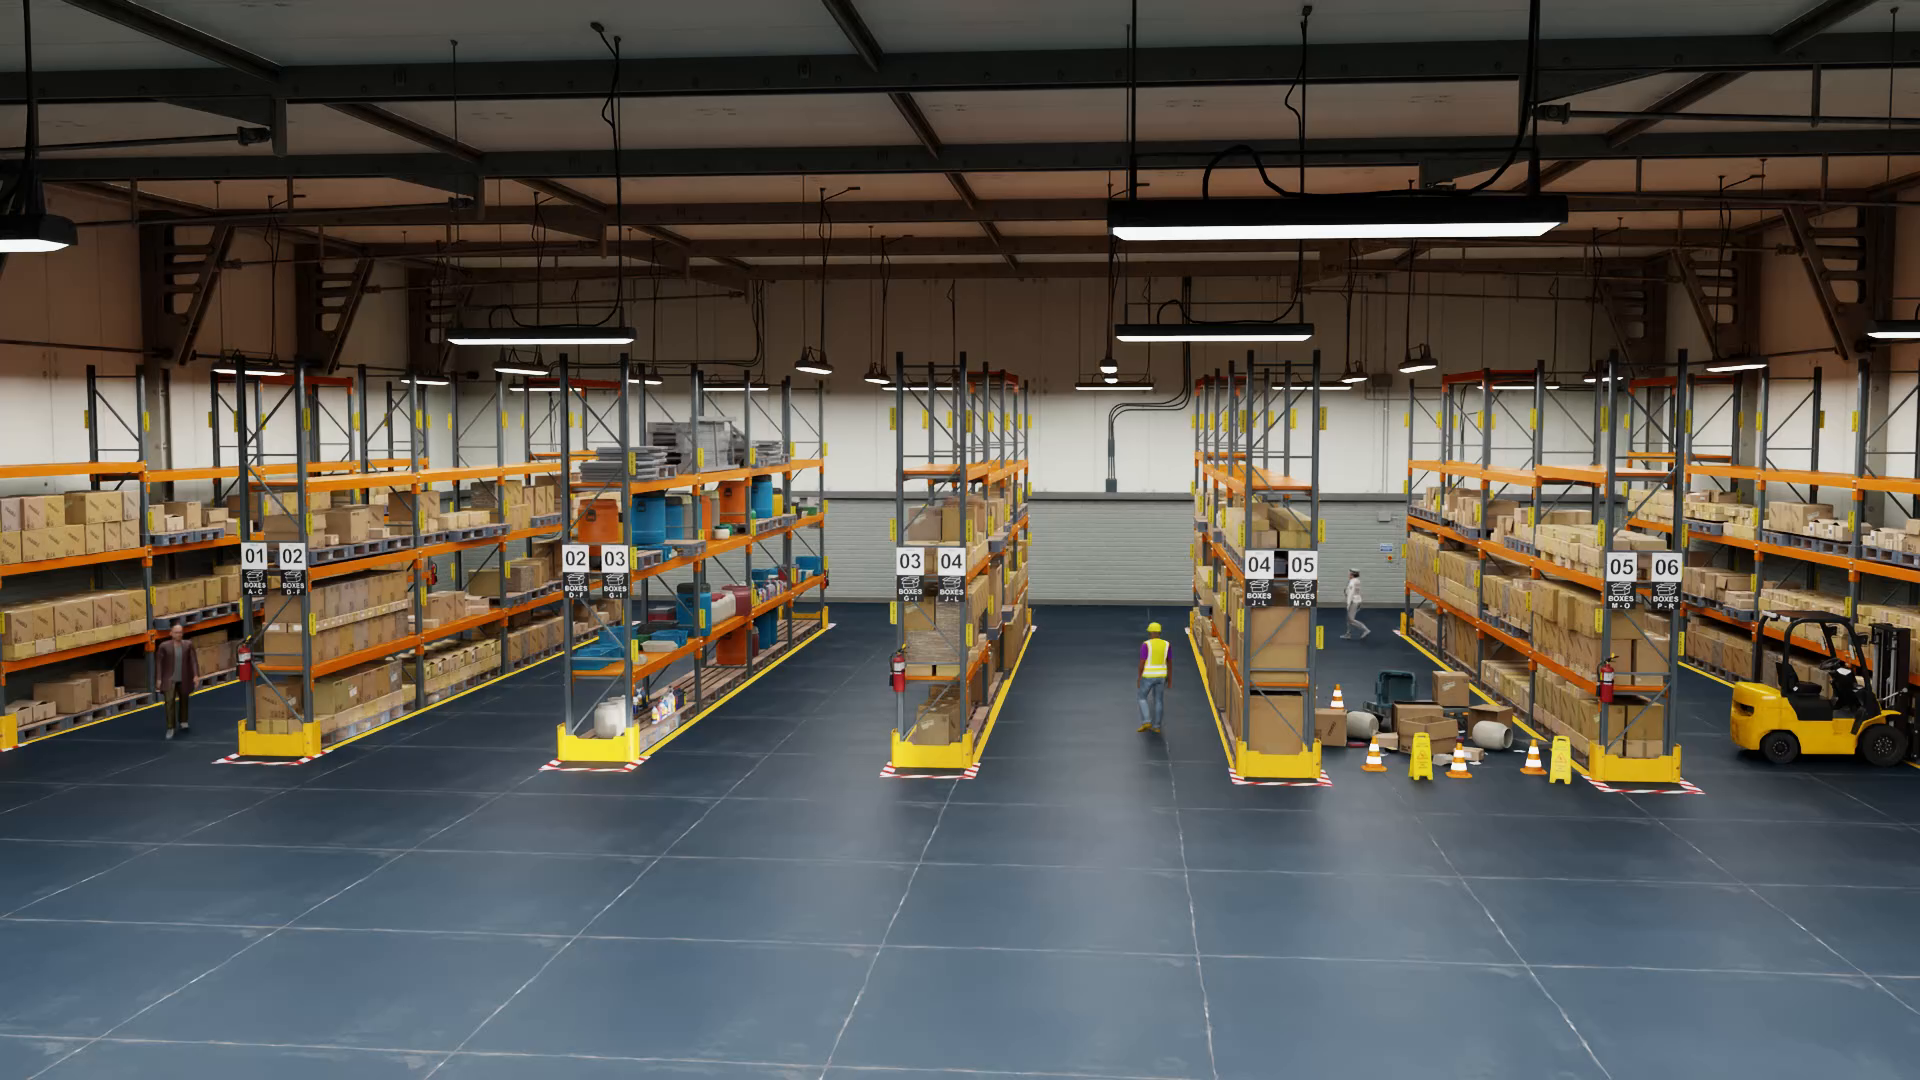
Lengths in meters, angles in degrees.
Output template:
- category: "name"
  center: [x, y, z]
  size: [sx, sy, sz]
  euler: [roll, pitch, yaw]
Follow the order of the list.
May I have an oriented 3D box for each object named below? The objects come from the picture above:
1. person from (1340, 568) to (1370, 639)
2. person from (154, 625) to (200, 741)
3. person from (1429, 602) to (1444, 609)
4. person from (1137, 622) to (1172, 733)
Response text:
- category: "person"
  center: [9.021, 1.461, 38.032]
  size: [0.787, 1.656, 0.519]
  euler: [3, 5, 34]
- category: "person"
  center: [-12.519, 2.236, 26.598]
  size: [0.668, 1.770, 1.027]
  euler: [-2, 4, -25]
- category: "person"
  center: [11.728, 1.330, 40.293]
  size: [1.048, 1.610, 0.431]
  euler: [1, 4, 11]
- category: "person"
  center: [3.129, 2.224, 26.842]
  size: [0.609, 1.787, 0.403]
  euler: [-1, 4, -17]
